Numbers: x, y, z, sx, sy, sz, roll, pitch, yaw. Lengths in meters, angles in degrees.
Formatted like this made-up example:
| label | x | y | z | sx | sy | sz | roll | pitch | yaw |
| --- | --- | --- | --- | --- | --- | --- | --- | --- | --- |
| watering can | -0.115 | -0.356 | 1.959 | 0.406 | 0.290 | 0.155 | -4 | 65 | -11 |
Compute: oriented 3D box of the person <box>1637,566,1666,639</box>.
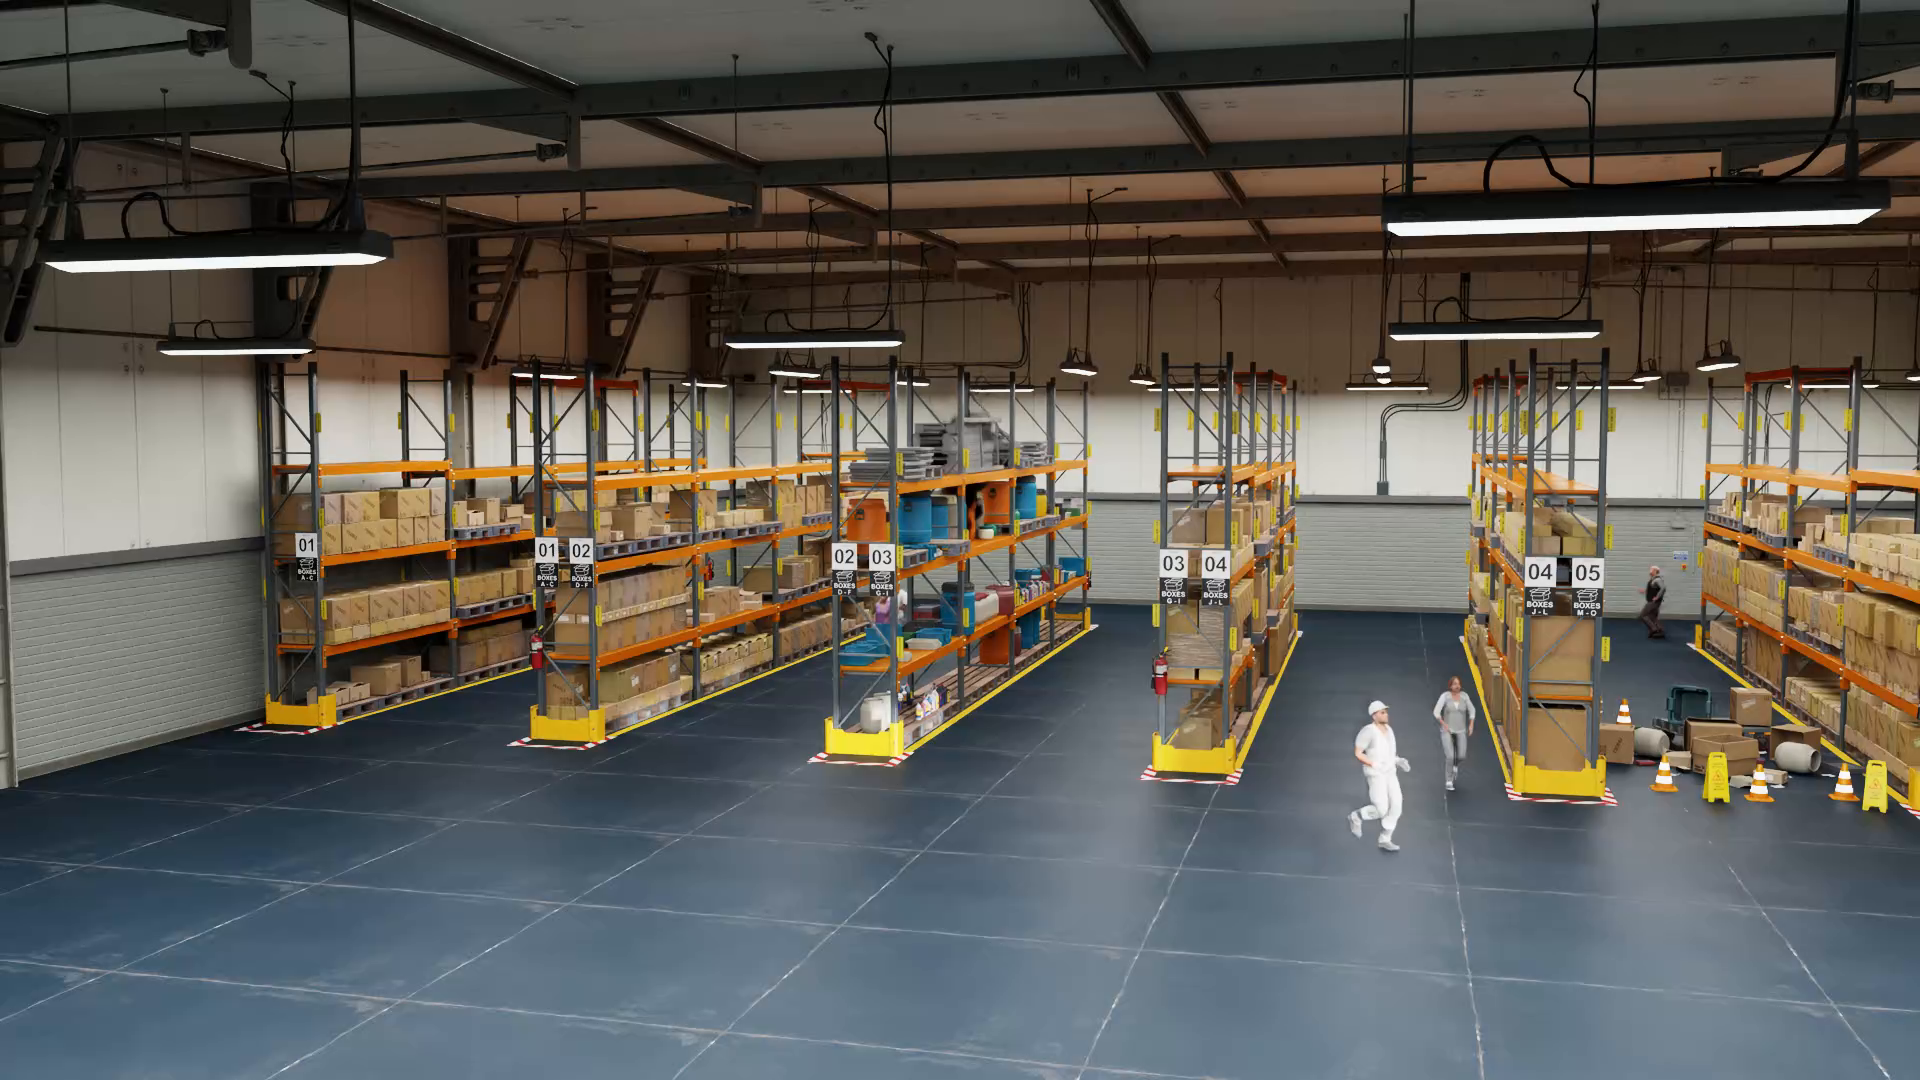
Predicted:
| label | x | y | z | sx | sy | sz | roll | pitch | yaw |
| --- | --- | --- | --- | --- | --- | --- | --- | --- | --- |
| person | 15.995 | 1.450 | 38.424 | 0.658 | 1.709 | 0.644 | 2 | 4 | 23 |

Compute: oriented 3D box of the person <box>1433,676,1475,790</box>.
| label | x | y | z | sx | sy | sz | roll | pitch | yaw |
| --- | --- | --- | --- | --- | --- | --- | --- | --- | --- |
| person | 6.778 | 2.632 | 22.797 | 0.582 | 1.566 | 0.559 | 0 | 4 | 3 |

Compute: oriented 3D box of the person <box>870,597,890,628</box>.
| label | x | y | z | sx | sy | sz | roll | pitch | yaw |
| --- | --- | --- | --- | --- | --- | --- | --- | --- | --- |
| person | -1.566 | 1.827 | 33.880 | 0.558 | 1.584 | 0.723 | 0 | 4 | 2 |

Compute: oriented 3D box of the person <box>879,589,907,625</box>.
| label | x | y | z | sx | sy | sz | roll | pitch | yaw |
| --- | --- | --- | --- | --- | --- | --- | --- | --- | --- |
| person | -1.411 | 1.655 | 35.141 | 0.668 | 1.786 | 0.809 | 0 | 4 | 2 |

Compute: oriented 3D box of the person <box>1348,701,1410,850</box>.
| label | x | y | z | sx | sy | sz | roll | pitch | yaw |
| --- | --- | --- | --- | --- | --- | --- | --- | --- | --- |
| person | 4.915 | 2.757 | 19.572 | 0.657 | 1.739 | 0.667 | -3 | 5 | -37 |
